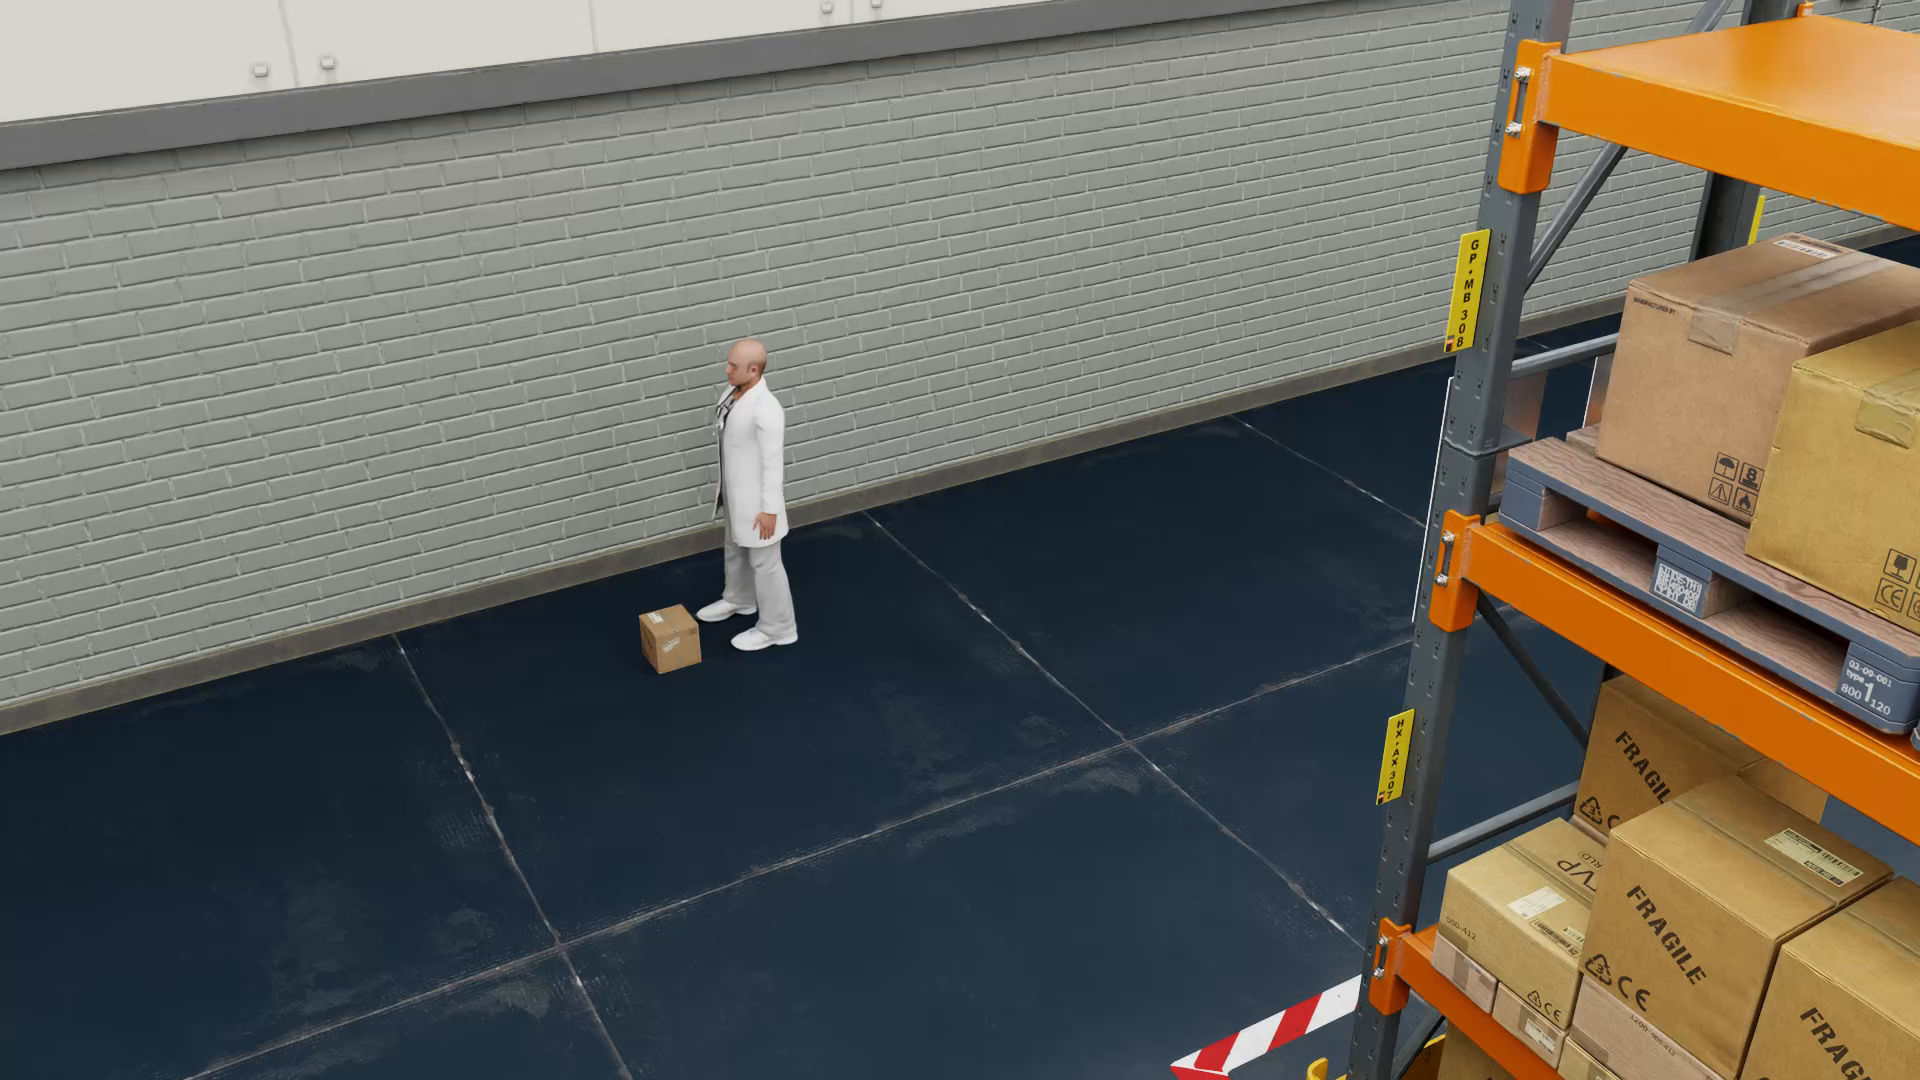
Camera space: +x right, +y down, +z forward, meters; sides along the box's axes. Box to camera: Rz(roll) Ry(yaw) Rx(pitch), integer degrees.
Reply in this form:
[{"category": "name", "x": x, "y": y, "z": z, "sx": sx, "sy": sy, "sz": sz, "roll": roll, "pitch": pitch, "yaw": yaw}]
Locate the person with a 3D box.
[{"category": "person", "x": -1.196, "y": -0.243, "z": 9.016, "sx": 0.471, "sy": 1.776, "sz": 0.617, "roll": -12, "pitch": 31, "yaw": -21}]
